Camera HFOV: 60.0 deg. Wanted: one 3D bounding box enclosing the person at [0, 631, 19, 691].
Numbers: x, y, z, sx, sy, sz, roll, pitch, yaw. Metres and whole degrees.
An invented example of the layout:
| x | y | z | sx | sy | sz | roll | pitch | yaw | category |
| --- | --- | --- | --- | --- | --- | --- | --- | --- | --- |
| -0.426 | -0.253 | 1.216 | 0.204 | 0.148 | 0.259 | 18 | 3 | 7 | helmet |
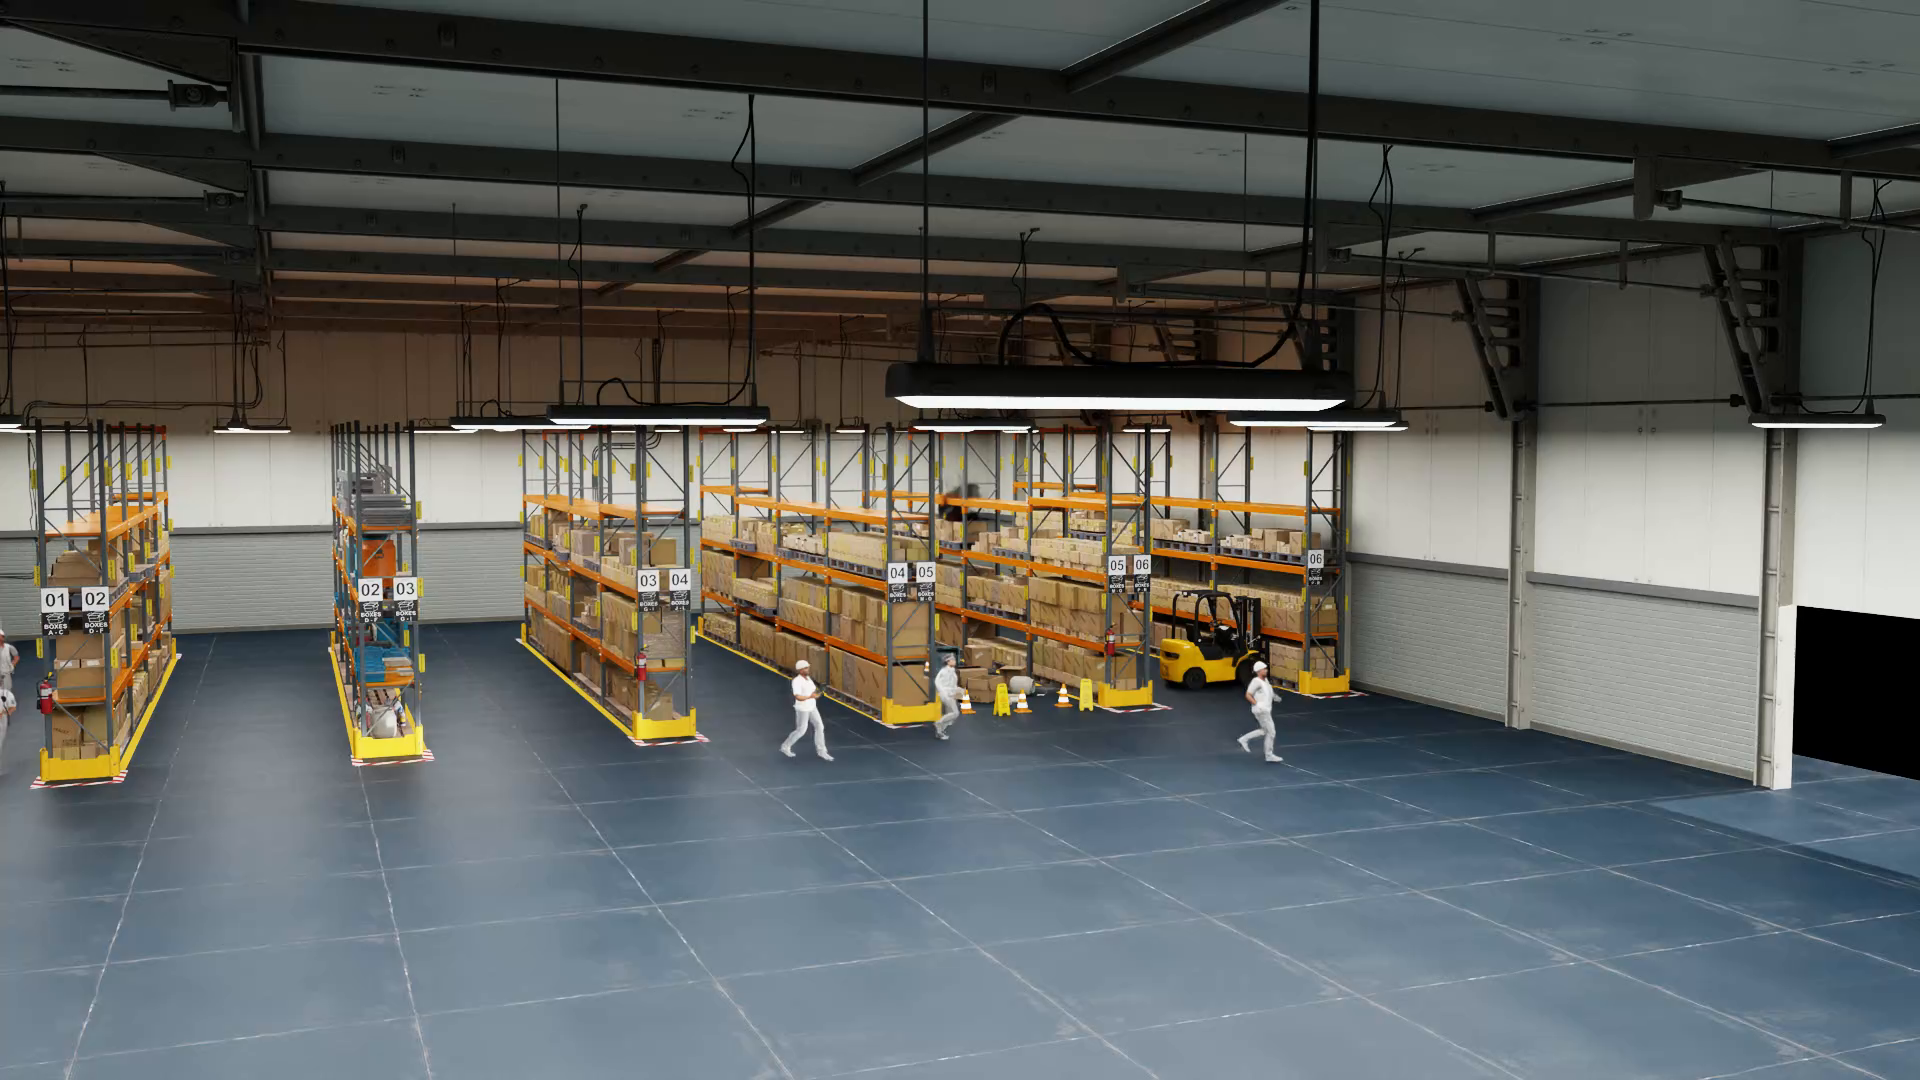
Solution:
| x | y | z | sx | sy | sz | roll | pitch | yaw | category |
| --- | --- | --- | --- | --- | --- | --- | --- | --- | --- |
| -19.624 | 2.724 | 34.006 | 0.684 | 1.751 | 0.626 | -2 | 4 | -32 | person |

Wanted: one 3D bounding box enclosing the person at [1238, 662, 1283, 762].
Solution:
| x | y | z | sx | sy | sz | roll | pitch | yaw | category |
| --- | --- | --- | --- | --- | --- | --- | --- | --- | --- |
| 5.294 | 3.017 | 29.311 | 0.839 | 1.753 | 0.697 | 2 | 4 | 26 | person |

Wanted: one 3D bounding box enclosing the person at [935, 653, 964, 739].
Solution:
| x | y | z | sx | sy | sz | roll | pitch | yaw | category |
| --- | --- | --- | --- | --- | --- | --- | --- | --- | --- |
| -0.199 | 2.941 | 31.457 | 0.542 | 1.635 | 0.573 | 1 | 4 | 21 | person |

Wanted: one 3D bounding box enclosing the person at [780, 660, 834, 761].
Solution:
| x | y | z | sx | sy | sz | roll | pitch | yaw | category |
| --- | --- | --- | --- | --- | --- | --- | --- | --- | --- |
| -2.705 | 3.007 | 29.392 | 0.944 | 1.779 | 0.706 | 1 | 4 | 22 | person |

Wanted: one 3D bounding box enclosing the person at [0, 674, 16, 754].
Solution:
| x | y | z | sx | sy | sz | roll | pitch | yaw | category |
| --- | --- | --- | --- | --- | --- | --- | --- | --- | --- |
| -16.167 | 3.133 | 27.851 | 0.640 | 1.820 | 0.737 | -2 | 4 | -33 | person |
